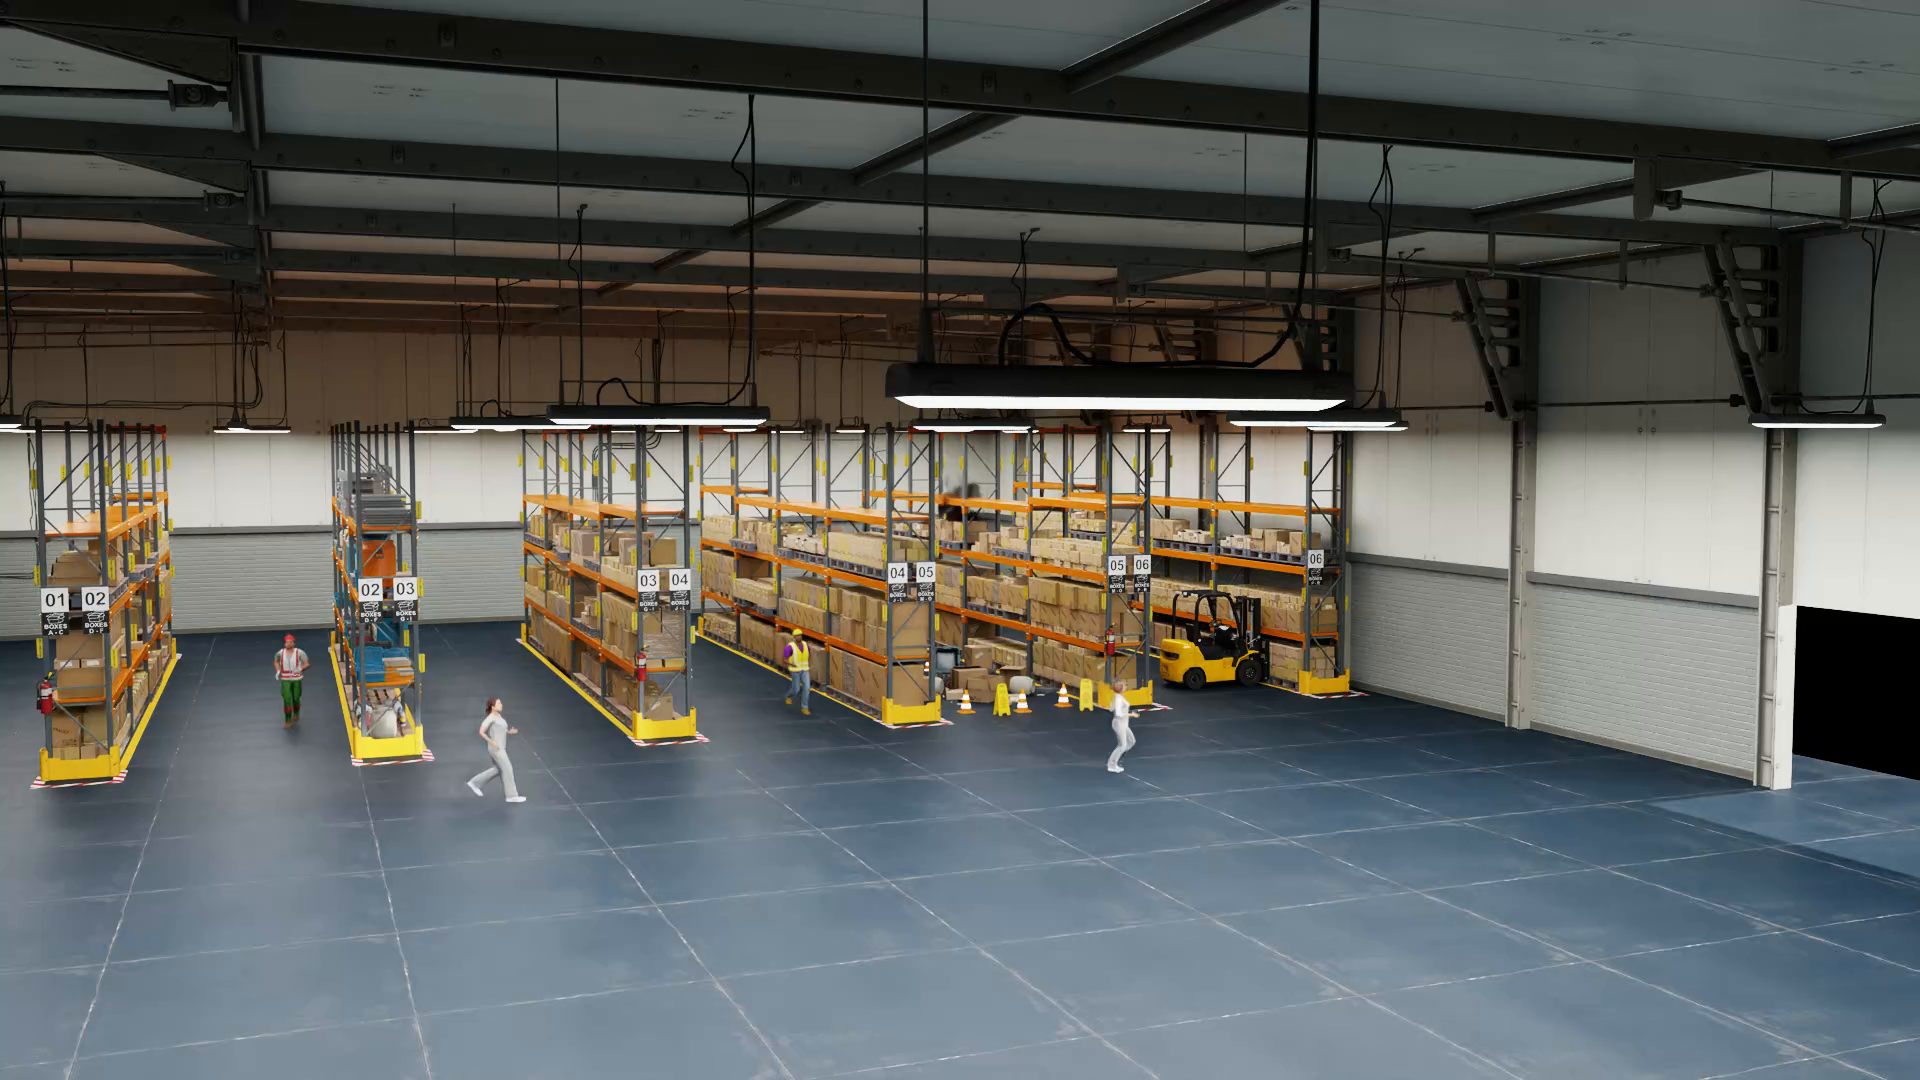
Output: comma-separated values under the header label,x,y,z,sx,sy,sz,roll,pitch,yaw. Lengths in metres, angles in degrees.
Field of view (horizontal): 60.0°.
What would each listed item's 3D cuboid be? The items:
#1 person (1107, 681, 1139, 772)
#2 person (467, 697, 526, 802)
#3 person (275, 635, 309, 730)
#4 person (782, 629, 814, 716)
label,x,y,z,sx,sy,sz,roll,pitch,yaw
person,2.780,3.162,28.268,0.555,1.558,0.521,1,4,10
person,-7.238,3.262,25.912,0.929,1.645,0.574,0,4,-2
person,-13.159,2.769,32.769,0.640,1.814,0.852,-1,4,-17
person,-3.326,2.711,34.403,0.712,1.754,0.932,-2,4,-30
